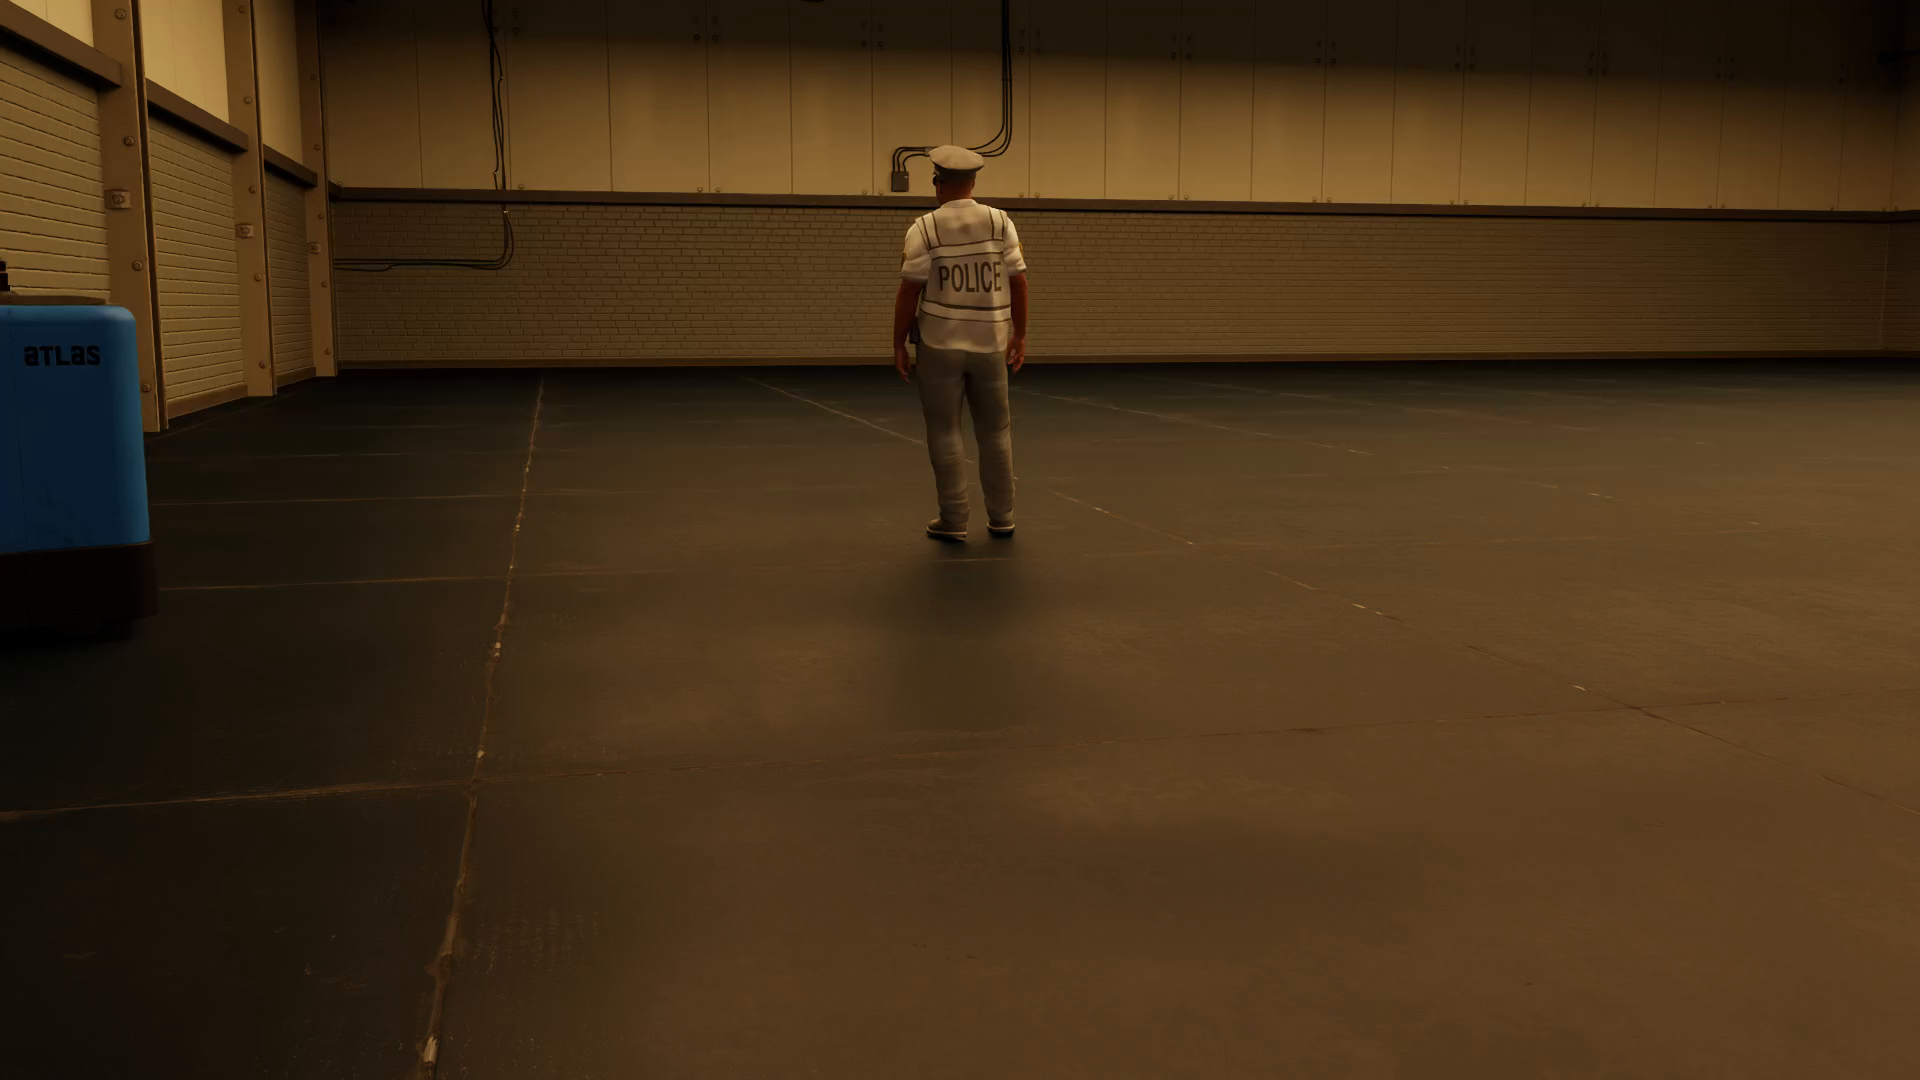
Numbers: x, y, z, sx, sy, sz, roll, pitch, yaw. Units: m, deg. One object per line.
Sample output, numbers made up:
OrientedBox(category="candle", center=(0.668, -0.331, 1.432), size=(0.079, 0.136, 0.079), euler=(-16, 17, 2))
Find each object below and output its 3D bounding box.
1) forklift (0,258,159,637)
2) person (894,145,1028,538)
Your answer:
OrientedBox(category="forklift", center=(-4.161, -1.083, 4.875), size=(3.031, 2.935, 1.130), euler=(-5, 9, -32))
OrientedBox(category="person", center=(-0.007, -0.901, 7.660), size=(0.641, 1.780, 0.574), euler=(-2, 8, -13))
